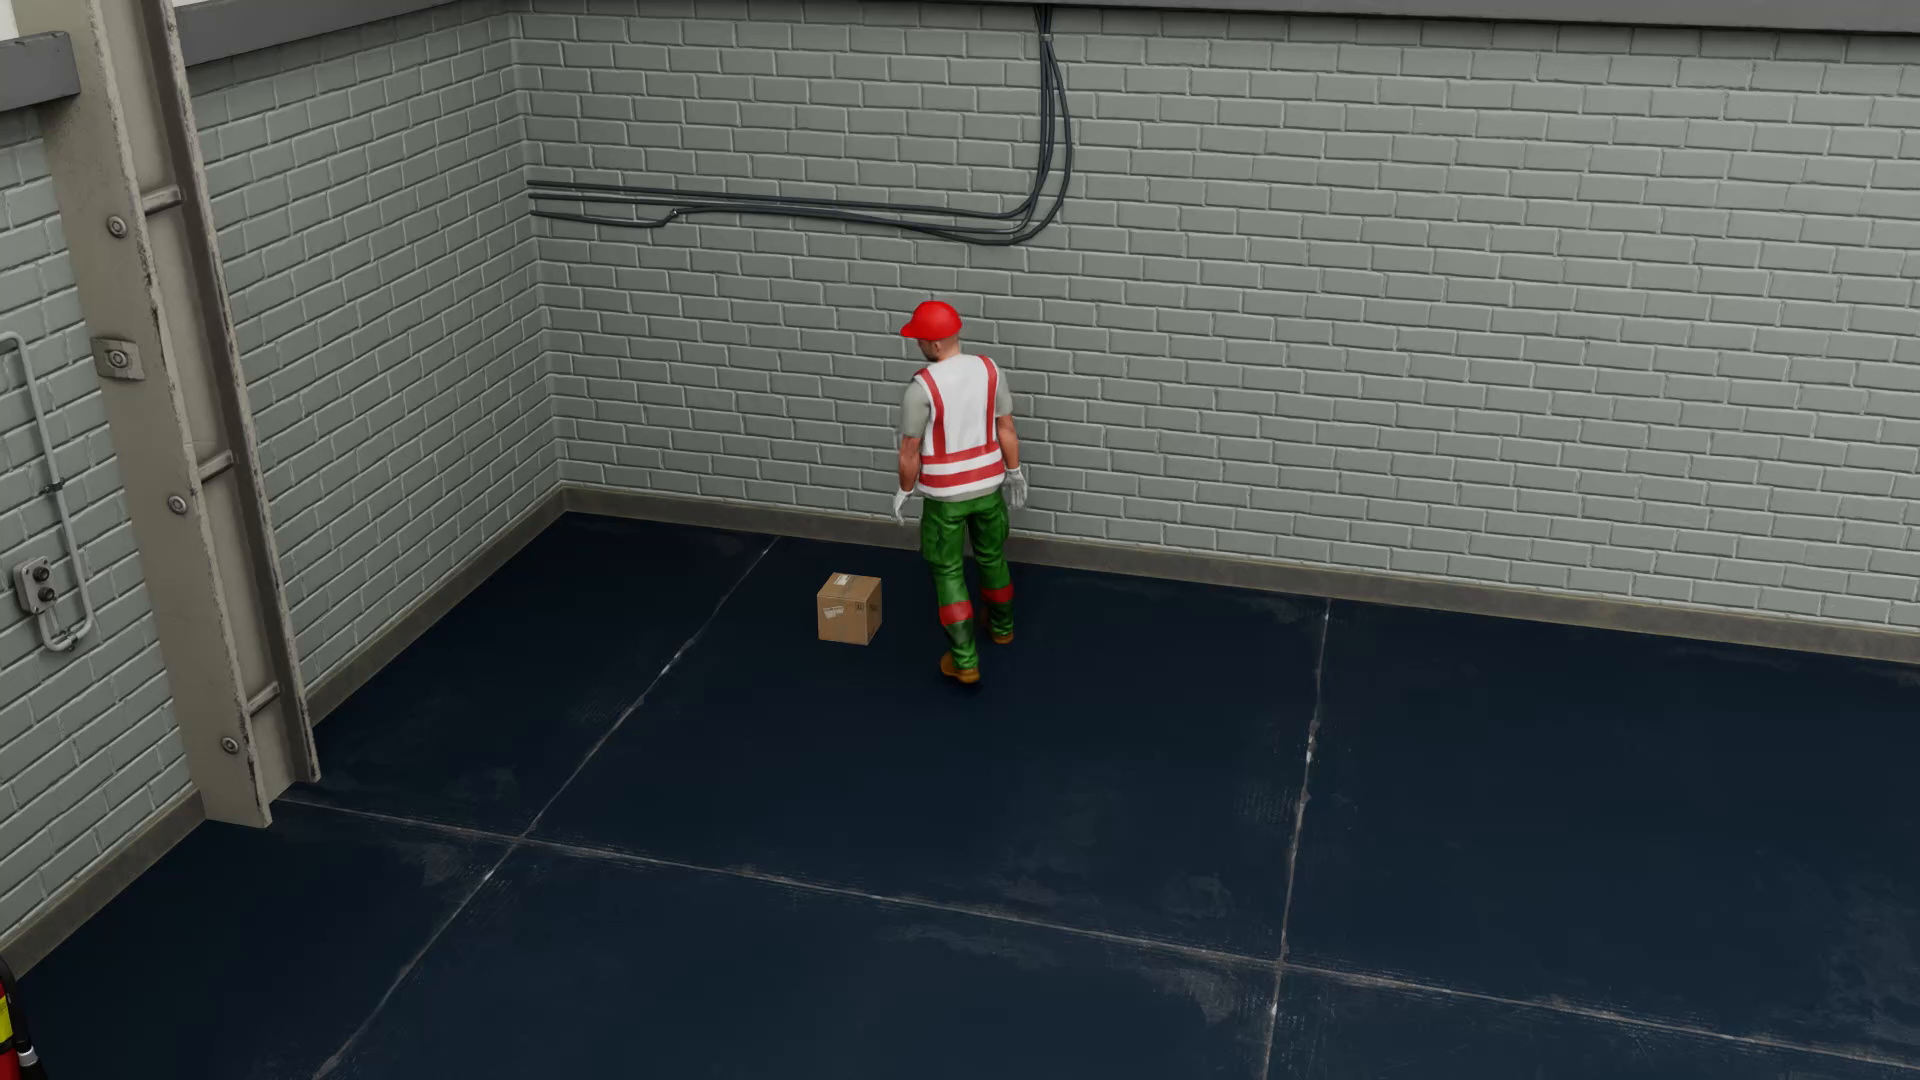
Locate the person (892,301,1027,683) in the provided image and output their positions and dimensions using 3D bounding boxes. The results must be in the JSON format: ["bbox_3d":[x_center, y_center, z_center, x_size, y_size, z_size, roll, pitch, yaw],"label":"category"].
[{"bbox_3d":[0.022,-0.228,7.604,0.645,1.764,0.676,-10,27,-20],"label":"person"}]
